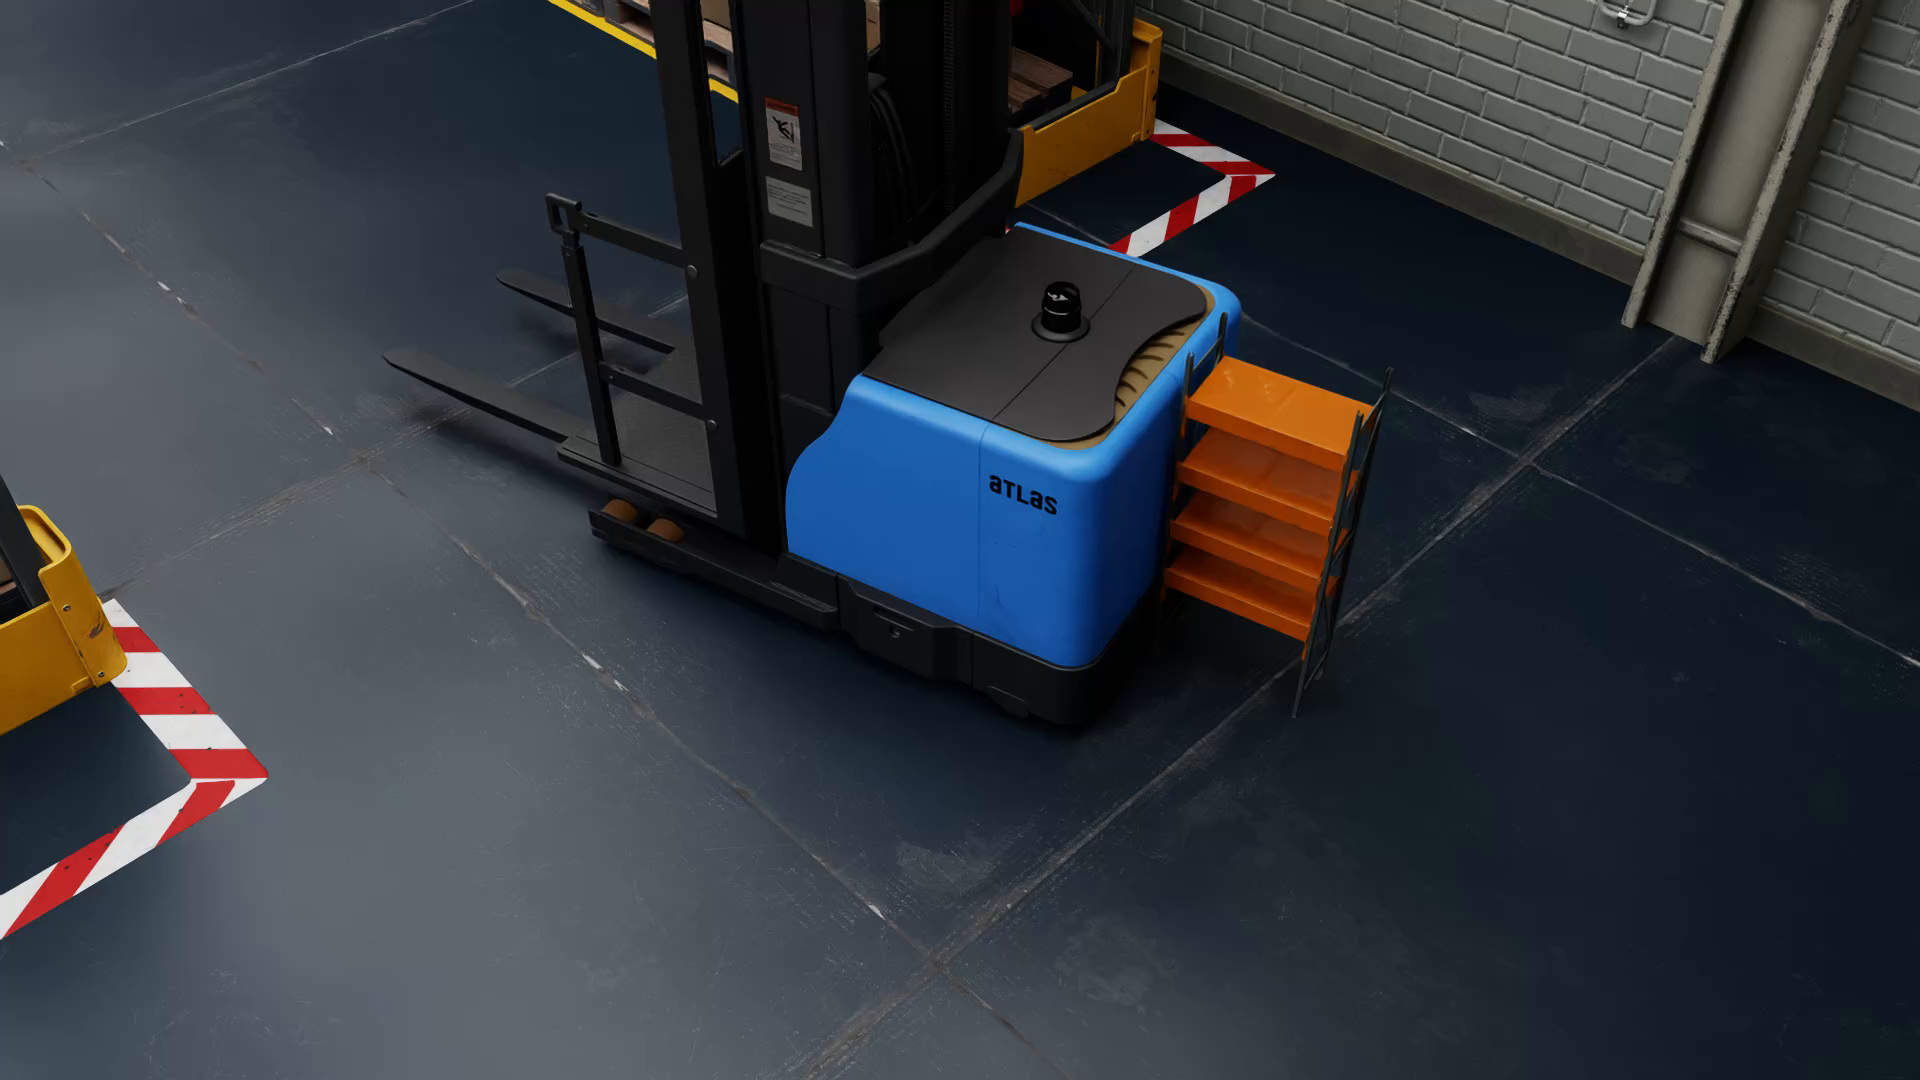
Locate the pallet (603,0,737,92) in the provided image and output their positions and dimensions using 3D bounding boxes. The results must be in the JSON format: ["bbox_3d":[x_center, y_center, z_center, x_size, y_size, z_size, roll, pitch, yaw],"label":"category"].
[{"bbox_3d":[-1.089,-2.746,8.566,1.003,0.211,1.213,-34,53,-31],"label":"pallet"}]

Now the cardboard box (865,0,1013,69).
[{"bbox_3d":[-0.177,-2.362,7.628,0.700,0.500,0.500,-34,53,-31],"label":"cardboard box"}]

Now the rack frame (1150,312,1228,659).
[{"bbox_3d":[0.682,-0.131,5.002,0.015,1.200,0.240,23,47,22],"label":"rack frame"}]

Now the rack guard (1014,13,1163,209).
[{"bbox_3d":[0.405,-1.907,7.446,1.175,0.500,0.348,-34,53,-31],"label":"rack guard"}]

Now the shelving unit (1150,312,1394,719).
[{"bbox_3d":[0.890,-0.043,4.910,0.503,1.200,0.258,23,47,22],"label":"shelving unit"}]

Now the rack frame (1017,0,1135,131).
[{"bbox_3d":[0.388,-2.837,6.610,1.000,3.000,0.127,-34,53,-31],"label":"rack frame"}]

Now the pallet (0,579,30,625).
[{"bbox_3d":[-3.734,0.144,5.439,1.003,0.211,1.213,-34,53,-31],"label":"pallet"}]

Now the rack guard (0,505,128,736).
[{"bbox_3d":[-3.170,0.420,4.927,1.175,0.500,0.348,-34,53,-31],"label":"rack guard"}]

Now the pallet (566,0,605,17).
[{"bbox_3d":[-1.955,-3.332,9.200,1.003,0.211,1.213,-34,53,-31],"label":"pallet"}]

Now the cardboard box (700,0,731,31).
[{"bbox_3d":[-0.886,-2.843,8.149,0.500,0.500,0.700,32,52,30],"label":"cardboard box"}]

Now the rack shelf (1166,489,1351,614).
[{"bbox_3d":[0.890,0.006,4.956,0.480,0.148,0.258,23,47,22],"label":"rack shelf"}]

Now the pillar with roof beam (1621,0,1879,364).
[{"bbox_3d":[-0.141,-2.094,1.386,9.100,9.000,0.400,-34,53,-31],"label":"pillar with roof beam"}]

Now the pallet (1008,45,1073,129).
[{"bbox_3d":[-0.232,-2.160,7.932,1.003,0.211,1.213,-34,53,-31],"label":"pallet"}]

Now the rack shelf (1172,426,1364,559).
[{"bbox_3d":[0.891,-0.158,4.804,0.480,0.148,0.258,23,47,22],"label":"rack shelf"}]

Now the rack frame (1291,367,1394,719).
[{"bbox_3d":[1.099,0.044,4.818,0.015,1.200,0.240,23,47,22],"label":"rack frame"}]

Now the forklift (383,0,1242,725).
[{"bbox_3d":[-0.670,-1.267,4.962,3.031,2.935,1.130,22,47,22],"label":"forklift"}]

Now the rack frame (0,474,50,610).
[{"bbox_3d":[-3.117,-0.461,4.039,1.000,3.000,0.127,-34,53,-31],"label":"rack frame"}]

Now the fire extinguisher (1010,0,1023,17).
[{"bbox_3d":[0.168,-2.378,6.445,0.296,0.674,0.183,-34,53,-31],"label":"fire extinguisher"}]

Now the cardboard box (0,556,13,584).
[{"bbox_3d":[-3.169,0.058,5.253,0.380,0.149,0.250,-34,53,-31],"label":"cardboard box"}]

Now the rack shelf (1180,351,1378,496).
[{"bbox_3d":[0.892,-0.331,4.643,0.480,0.148,0.258,23,47,22],"label":"rack shelf"}]

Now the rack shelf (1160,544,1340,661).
[{"bbox_3d":[0.889,0.151,5.091,0.480,0.148,0.258,23,47,22],"label":"rack shelf"}]

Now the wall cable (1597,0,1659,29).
[{"bbox_3d":[1.962,-3.048,6.090,0.084,1.984,1.851,-34,53,-31],"label":"wall cable"}]
